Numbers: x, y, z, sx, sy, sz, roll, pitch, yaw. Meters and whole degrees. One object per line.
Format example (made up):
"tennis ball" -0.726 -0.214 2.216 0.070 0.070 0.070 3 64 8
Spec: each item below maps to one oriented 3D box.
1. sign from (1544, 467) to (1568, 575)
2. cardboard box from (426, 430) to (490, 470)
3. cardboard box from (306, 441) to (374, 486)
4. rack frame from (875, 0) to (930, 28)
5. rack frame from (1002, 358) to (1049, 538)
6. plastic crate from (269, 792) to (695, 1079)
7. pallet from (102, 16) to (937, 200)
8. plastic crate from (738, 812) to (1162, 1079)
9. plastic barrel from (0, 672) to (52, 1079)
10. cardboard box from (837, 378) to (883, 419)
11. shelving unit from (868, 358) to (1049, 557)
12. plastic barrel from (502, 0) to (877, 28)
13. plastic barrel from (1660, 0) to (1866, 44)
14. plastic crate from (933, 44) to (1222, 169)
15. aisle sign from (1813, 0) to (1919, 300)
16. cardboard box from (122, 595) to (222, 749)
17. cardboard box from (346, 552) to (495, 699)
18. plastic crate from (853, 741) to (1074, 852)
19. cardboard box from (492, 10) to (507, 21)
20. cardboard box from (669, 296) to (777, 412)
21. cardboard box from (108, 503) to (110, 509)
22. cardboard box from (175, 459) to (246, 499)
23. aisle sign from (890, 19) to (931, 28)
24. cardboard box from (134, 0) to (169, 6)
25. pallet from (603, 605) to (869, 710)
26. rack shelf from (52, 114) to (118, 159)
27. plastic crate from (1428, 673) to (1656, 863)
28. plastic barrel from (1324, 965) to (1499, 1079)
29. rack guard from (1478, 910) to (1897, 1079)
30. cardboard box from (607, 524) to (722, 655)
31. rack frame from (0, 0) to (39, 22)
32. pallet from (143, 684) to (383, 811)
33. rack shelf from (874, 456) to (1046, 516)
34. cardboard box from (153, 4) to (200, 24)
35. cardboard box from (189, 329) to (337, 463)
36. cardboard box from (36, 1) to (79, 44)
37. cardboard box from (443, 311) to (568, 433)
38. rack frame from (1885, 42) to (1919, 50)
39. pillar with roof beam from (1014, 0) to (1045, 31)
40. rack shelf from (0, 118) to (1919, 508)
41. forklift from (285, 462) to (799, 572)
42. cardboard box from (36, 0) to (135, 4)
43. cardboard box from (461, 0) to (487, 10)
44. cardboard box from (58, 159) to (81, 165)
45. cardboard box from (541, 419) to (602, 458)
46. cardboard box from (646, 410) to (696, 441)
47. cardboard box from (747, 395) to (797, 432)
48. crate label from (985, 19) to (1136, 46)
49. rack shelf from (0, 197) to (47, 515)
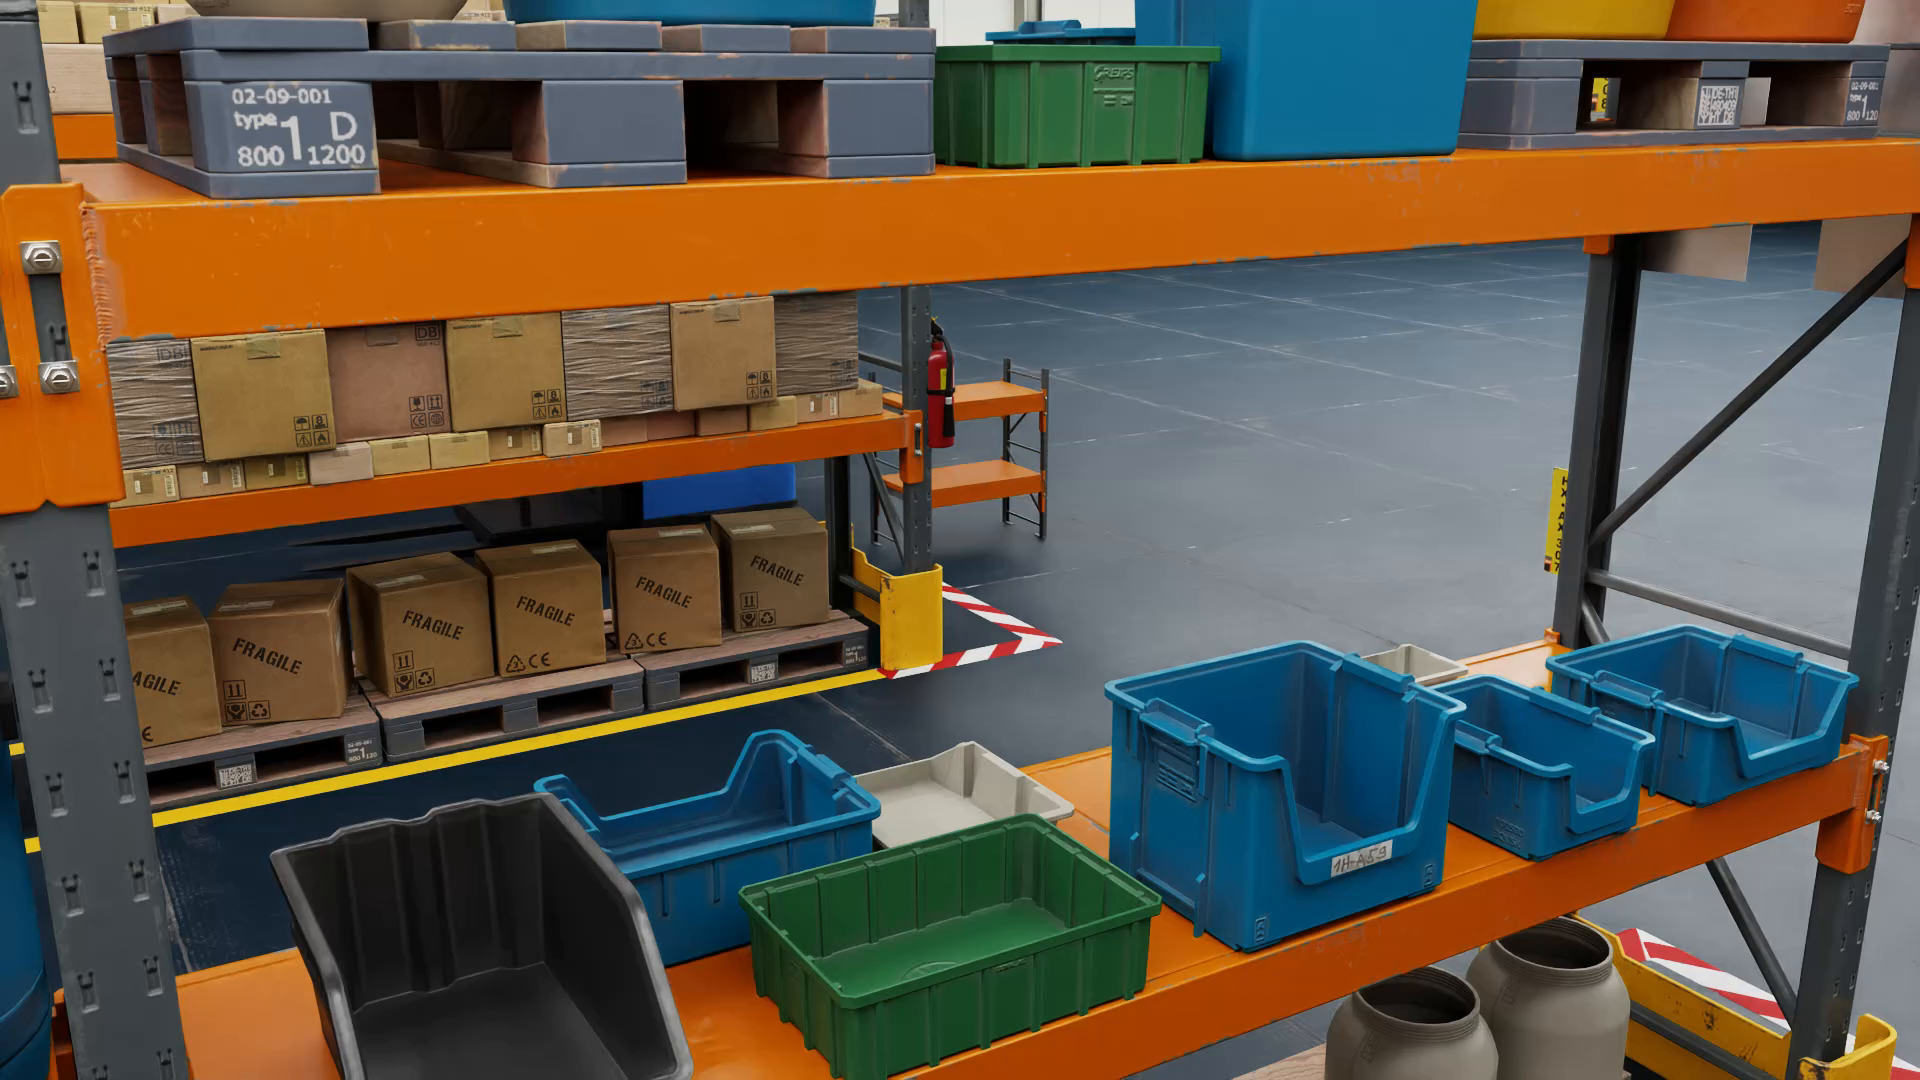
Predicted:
"sign" 1.821 -0.052 5.024 0.005 0.325 0.100 -9 18 -30
"cardboard box" -2.261 -0.431 7.357 0.250 0.149 0.380 -9 18 -30
"cardboard box" -2.674 -0.355 7.084 0.250 0.149 0.380 -9 18 -30
"rack frame" -0.450 -3.825 7.884 0.127 3.000 1.000 -9 18 -30
"rack frame" 0.430 -0.611 11.007 0.032 1.125 0.500 -9 18 -30
"plastic crate" -0.814 0.752 2.785 0.504 0.338 0.767 -9 18 -30
"pallet" -0.760 -0.711 2.681 1.003 0.211 1.213 -9 18 -30
"plastic crate" -0.019 0.744 3.091 0.662 0.188 0.450 -9 18 -30
"plastic barrel" -1.815 0.508 2.613 0.708 0.901 0.600 -9 18 -30
"cardboard box" -0.588 -0.728 8.416 0.250 0.149 0.380 -9 18 -30
"shelving unit" -0.006 -0.541 10.755 1.048 1.125 0.538 -9 18 -30
"plastic barrel" -0.420 -1.236 2.498 0.708 0.901 0.600 -9 18 -30
"plastic barrel" 1.750 -1.547 3.740 0.708 0.830 0.600 -9 18 -30
"plastic crate" 0.165 -0.733 2.803 0.450 0.188 0.336 -9 18 -30
"aisle sign" 2.315 -0.984 4.045 0.004 0.787 0.394 -9 18 -30
"cardboard box" -3.515 0.575 7.156 0.500 0.500 0.500 -10 18 -31
"cardboard box" -2.537 0.389 7.819 0.500 0.500 0.500 -11 19 -35
"plastic crate" -0.067 0.608 3.672 0.437 0.136 0.530 -9 18 -30
"cardboard box" -1.905 -2.183 7.123 0.250 0.149 0.380 -10 19 -33
"cardboard box" -1.303 -0.961 8.043 0.500 0.500 0.875 -9 18 -30
"cardboard box" -3.540 -0.220 6.602 0.250 0.149 0.380 -9 18 -30
"cardboard box" -3.119 -0.293 6.862 0.250 0.149 0.380 -9 18 -30
"aisle sign" -0.242 -2.127 8.126 0.004 0.787 0.394 -9 18 -30
"cardboard box" -5.352 -3.381 10.622 0.500 0.250 0.500 -9 18 -30
"pallet" -1.230 0.521 8.658 1.213 0.211 1.003 -9 18 -30
"rack shelf" -2.164 -1.756 7.394 4.000 0.370 1.077 -9 18 -30
"plastic crate" 1.266 0.509 3.813 0.408 0.251 0.499 -9 18 -30
"plastic barrel" 1.146 1.384 4.246 0.421 0.512 0.421 0 16 0
"rack guard" 2.060 1.434 4.866 0.348 0.500 1.175 -9 18 -30
"cardboard box" -1.489 0.239 8.354 0.500 0.500 0.500 -4 16 -15
"rack frame" -1.328 -2.123 1.812 0.127 3.000 1.000 -9 18 -30
"pallet" -3.321 0.861 7.448 1.213 0.211 1.003 -9 18 -30
"rack shelf" -0.006 -0.305 10.821 1.000 0.278 0.538 -9 18 -30
"cardboard box" -3.004 -2.004 6.484 0.250 0.149 0.380 -9 18 -29
"cardboard box" -3.015 -0.681 7.047 0.500 0.500 0.875 -9 18 -30
"cardboard box" -3.442 -1.918 6.178 0.250 0.149 0.380 -10 18 -31
"cardboard box" -2.188 -0.834 7.592 0.500 0.500 0.875 -9 18 -30
"rack frame" 2.101 -2.679 3.796 0.127 3.000 1.000 -9 18 -30
"pillar with roof beam" 3.329 -8.050 22.954 0.400 9.000 9.100 -9 18 -30
"rack shelf" 0.386 -0.610 3.306 4.000 0.370 1.077 -9 18 -30
"forklift" -2.584 -1.298 10.110 3.031 2.935 1.130 -9 18 -28
"cardboard box" -3.624 -2.378 6.617 0.500 0.500 0.500 -10 18 -31
"cardboard box" -3.623 -3.662 11.622 0.500 0.250 0.500 -9 18 -30
"cardboard box" -6.013 -2.178 10.842 0.550 0.550 0.875 -9 18 -30
"cardboard box" -1.820 -0.495 7.585 0.250 0.149 0.380 -9 18 -30
"cardboard box" -1.448 -0.591 7.925 0.250 0.149 0.380 -9 18 -30
"cardboard box" -0.990 -0.647 8.126 0.250 0.149 0.380 -9 18 -30
"crate label" 0.326 -0.980 3.565 0.408 0.251 0.502 -9 18 -30
"rack shelf" -3.042 -0.054 1.322 4.000 0.370 1.077 -9 18 -30
